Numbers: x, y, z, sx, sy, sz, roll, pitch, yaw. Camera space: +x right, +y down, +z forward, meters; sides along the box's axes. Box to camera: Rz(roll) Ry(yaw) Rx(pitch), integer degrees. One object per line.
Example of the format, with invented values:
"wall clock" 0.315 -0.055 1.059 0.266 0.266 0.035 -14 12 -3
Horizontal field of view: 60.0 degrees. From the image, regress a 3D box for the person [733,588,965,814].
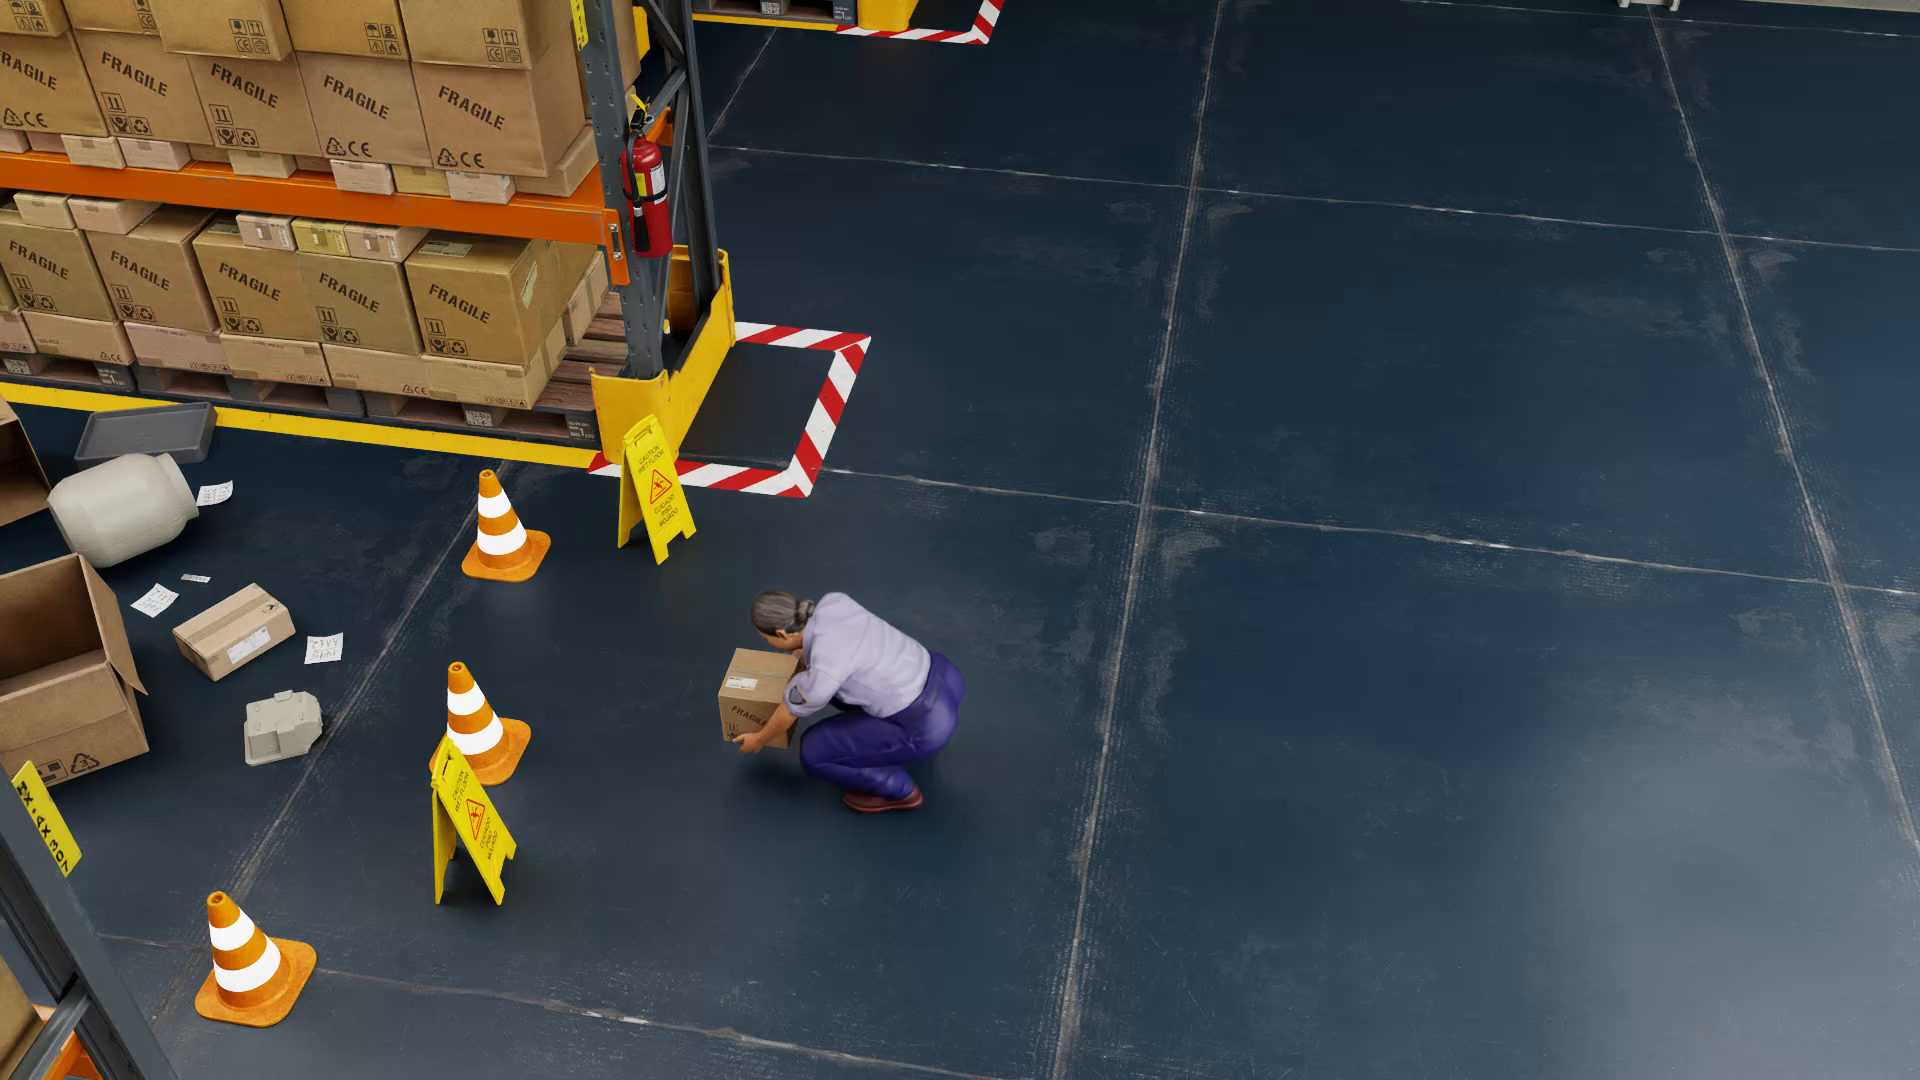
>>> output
"person" -0.453 0.530 6.118 0.764 0.929 0.505 6 41 7
